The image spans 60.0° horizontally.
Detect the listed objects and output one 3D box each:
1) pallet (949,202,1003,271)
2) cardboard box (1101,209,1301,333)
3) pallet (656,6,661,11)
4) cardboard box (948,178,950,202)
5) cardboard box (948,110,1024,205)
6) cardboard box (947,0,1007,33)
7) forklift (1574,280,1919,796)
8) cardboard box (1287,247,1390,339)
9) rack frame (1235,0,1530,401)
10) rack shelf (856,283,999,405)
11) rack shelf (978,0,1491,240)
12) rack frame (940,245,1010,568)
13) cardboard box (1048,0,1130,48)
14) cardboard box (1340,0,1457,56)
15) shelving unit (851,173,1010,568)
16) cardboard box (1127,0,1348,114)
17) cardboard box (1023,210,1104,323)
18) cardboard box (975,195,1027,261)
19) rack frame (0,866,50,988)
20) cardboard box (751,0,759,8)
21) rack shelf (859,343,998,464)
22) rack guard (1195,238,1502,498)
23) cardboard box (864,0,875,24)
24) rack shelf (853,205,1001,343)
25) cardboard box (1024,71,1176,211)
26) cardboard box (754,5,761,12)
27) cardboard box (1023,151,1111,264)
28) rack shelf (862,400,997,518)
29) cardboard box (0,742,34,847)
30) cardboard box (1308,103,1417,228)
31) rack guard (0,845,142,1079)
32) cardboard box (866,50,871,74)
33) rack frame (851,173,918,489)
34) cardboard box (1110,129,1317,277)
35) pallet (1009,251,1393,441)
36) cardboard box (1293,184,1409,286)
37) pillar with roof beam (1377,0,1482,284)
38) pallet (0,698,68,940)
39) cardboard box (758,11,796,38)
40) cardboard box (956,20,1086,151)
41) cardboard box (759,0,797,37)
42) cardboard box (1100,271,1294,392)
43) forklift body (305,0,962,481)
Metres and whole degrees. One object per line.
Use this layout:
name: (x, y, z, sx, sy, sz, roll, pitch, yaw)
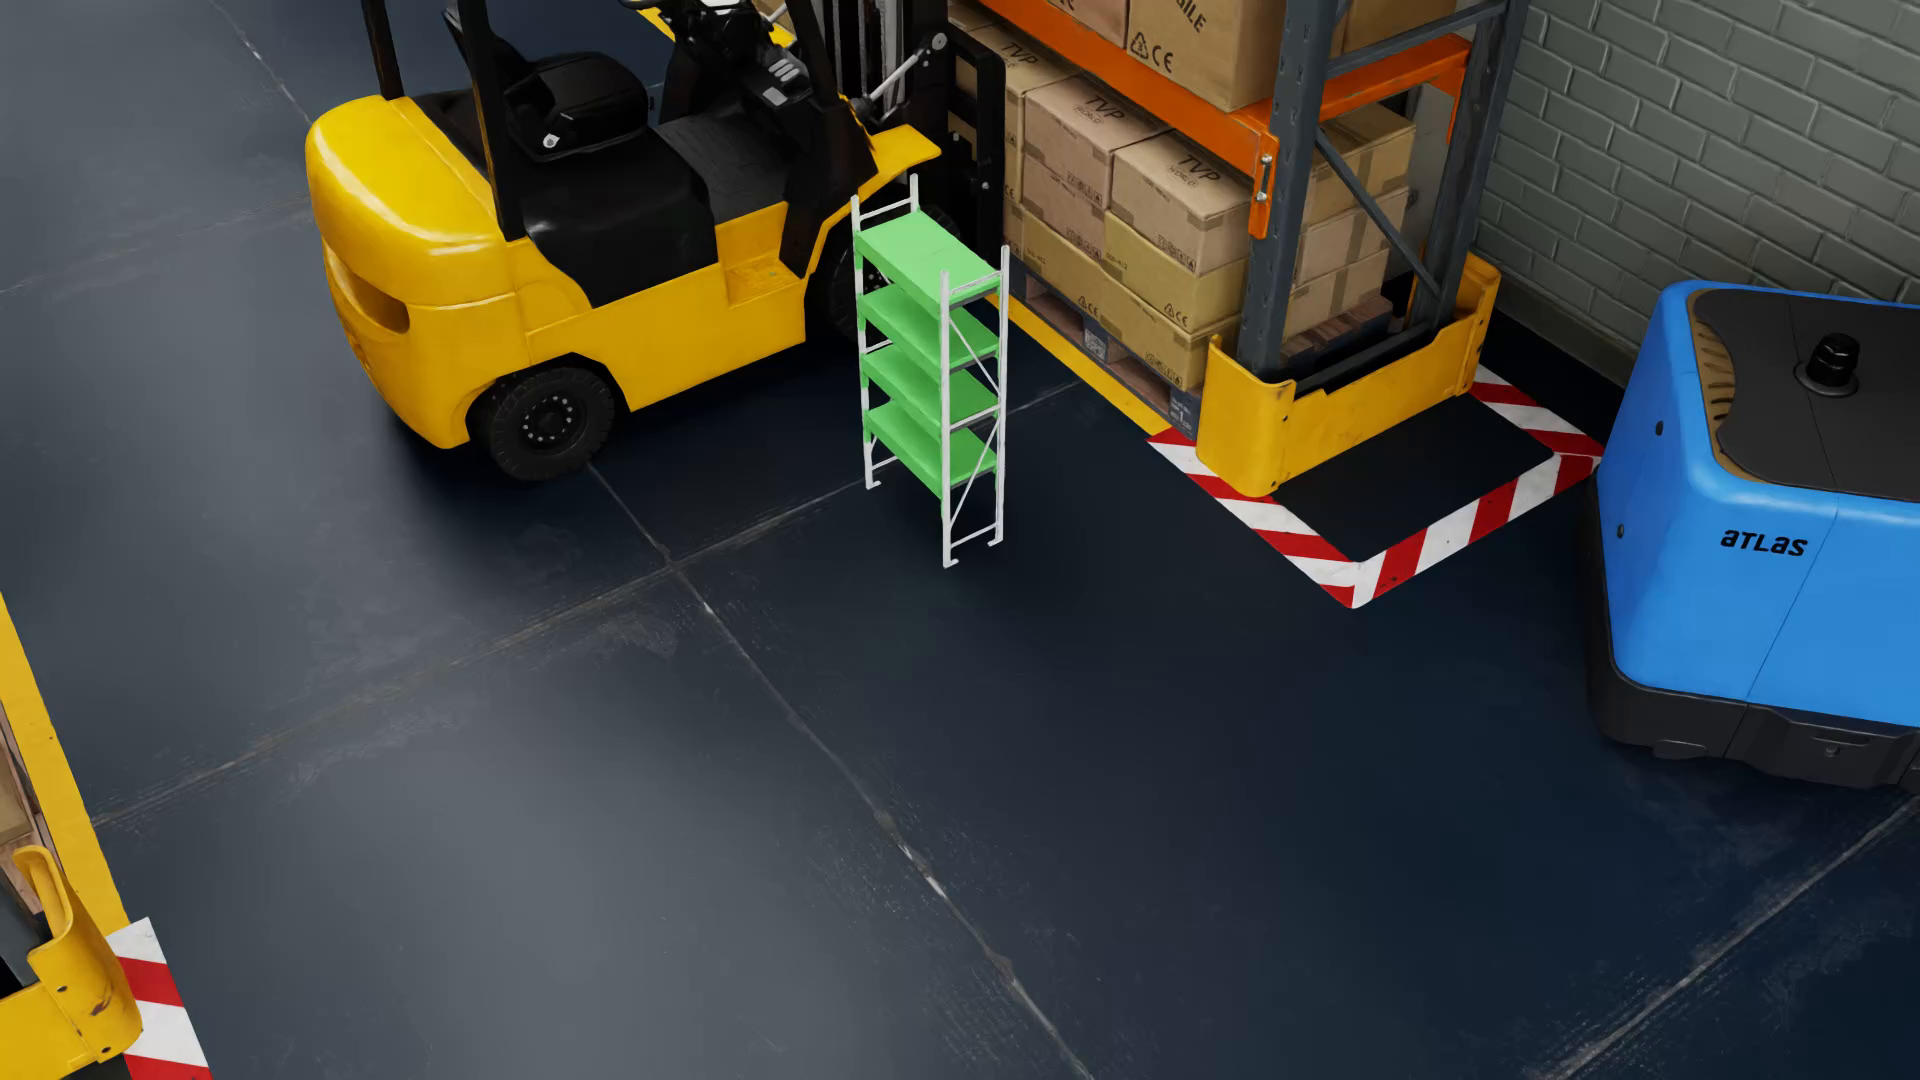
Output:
pallet: (0.233, -1.658, 7.333, 1.003, 0.211, 1.213, -26, 49, -24)
cardboard box: (0.864, -1.050, 6.002, 0.500, 0.250, 0.500, -26, 50, -25)
pallet: (-1.343, -3.218, 8.968, 1.003, 0.211, 1.213, -26, 49, -24)
cardboard box: (0.000, -1.715, 7.062, 0.500, 0.250, 0.500, -24, 49, -23)
cardboard box: (0.274, -1.622, 6.602, 0.500, 0.250, 0.500, -27, 50, -25)
cardboard box: (0.002, -2.075, 6.714, 0.500, 0.250, 0.500, -27, 50, -25)
forklift: (3.496, -0.549, 4.202, 3.031, 2.935, 1.130, 8, 44, 9)
cardboard box: (1.279, -1.072, 6.388, 0.500, 0.250, 0.500, -26, 49, -24)
rack frame: (1.399, -1.559, 5.211, 1.000, 3.000, 0.127, -26, 49, -24)
rack shelf: (-0.095, -0.655, 5.312, 0.258, 0.148, 0.480, -26, 49, -24)
rack shelf: (0.255, -2.432, 6.646, 1.077, 0.370, 4.000, -26, 49, -24)
rack frame: (0.045, -0.390, 5.289, 0.240, 1.200, 0.015, -26, 49, -24)
cardboard box: (0.613, -2.068, 5.671, 0.500, 0.500, 0.500, -24, 49, -23)
cardboard box: (1.343, -1.986, 5.585, 0.500, 0.500, 0.500, -24, 49, -23)
shelving unit: (-0.095, -0.528, 5.434, 0.258, 1.200, 0.503, -26, 49, -24)
cardboard box: (0.902, -1.770, 5.360, 0.500, 0.500, 0.500, -27, 50, -25)
cardboard box: (0.594, -1.143, 6.462, 0.500, 0.250, 0.500, -26, 49, -24)
cardboard box: (0.316, -1.430, 6.763, 0.500, 0.250, 0.500, -25, 49, -24)
rack frame: (-2.670, 0.404, 3.155, 1.000, 3.000, 0.127, -26, 49, -24)
cardboard box: (-0.866, -2.767, 7.801, 0.500, 0.250, 0.500, -26, 49, -25)
rack shelf: (-0.095, -0.482, 5.478, 0.258, 0.148, 0.480, -26, 49, -24)
rack guard: (1.413, -0.641, 6.060, 1.175, 0.500, 0.348, -26, 49, -24)
cardboard box: (-0.292, -2.375, 7.028, 0.500, 0.250, 0.500, -24, 49, -23)
rack shelf: (-0.095, -0.829, 5.147, 0.258, 0.148, 0.480, -26, 49, -24)
cardboard box: (0.583, -1.503, 6.115, 0.500, 0.250, 0.500, -25, 49, -24)
cardboard box: (-0.884, -2.577, 7.965, 0.500, 0.250, 0.500, -25, 49, -24)
cardboard box: (0.586, -1.338, 6.304, 0.500, 0.250, 0.500, -26, 50, -25)
rack shelf: (-0.095, -0.308, 5.644, 0.258, 0.148, 0.480, -26, 49, -24)
cardboard box: (-2.905, 0.680, 4.552, 0.500, 0.250, 0.500, -26, 49, -25)
cardboard box: (1.279, -1.425, 6.034, 0.500, 0.250, 0.500, -26, 50, -25)
rack guard: (-2.713, 1.265, 4.063, 1.175, 0.500, 0.348, -26, 49, -24)
cardboard box: (-0.298, -2.193, 7.200, 0.500, 0.250, 0.500, -26, 50, -25)
rack frame: (-0.234, -0.666, 5.579, 0.240, 1.200, 0.015, -26, 49, -24)
cardboard box: (0.880, -1.216, 5.814, 0.500, 0.250, 0.500, -24, 49, -23)
pallet: (0.927, -0.967, 6.610, 1.003, 0.211, 1.213, -26, 49, -24)
cardboard box: (1.300, -1.246, 6.208, 0.500, 0.250, 0.500, -25, 49, -24)
pillar with roof beam: (-1.791, -2.779, 2.144, 9.100, 9.000, 0.400, -26, 49, -24)
pallet: (-3.149, 0.895, 4.659, 1.003, 0.211, 1.213, -26, 49, -24)
cardboard box: (-0.581, -2.296, 7.670, 0.500, 0.250, 0.500, -27, 50, -25)
cardboard box: (0.286, -1.785, 6.410, 0.500, 0.250, 0.500, -25, 49, -24)
cardboard box: (-0.576, -2.482, 7.503, 0.500, 0.250, 0.500, -26, 49, -25)
cardboard box: (0.871, -0.858, 6.163, 0.500, 0.250, 0.500, -25, 49, -24)
forklift body: (-1.182, -1.606, 5.874, 2.313, 2.155, 1.214, -26, 49, -24)
